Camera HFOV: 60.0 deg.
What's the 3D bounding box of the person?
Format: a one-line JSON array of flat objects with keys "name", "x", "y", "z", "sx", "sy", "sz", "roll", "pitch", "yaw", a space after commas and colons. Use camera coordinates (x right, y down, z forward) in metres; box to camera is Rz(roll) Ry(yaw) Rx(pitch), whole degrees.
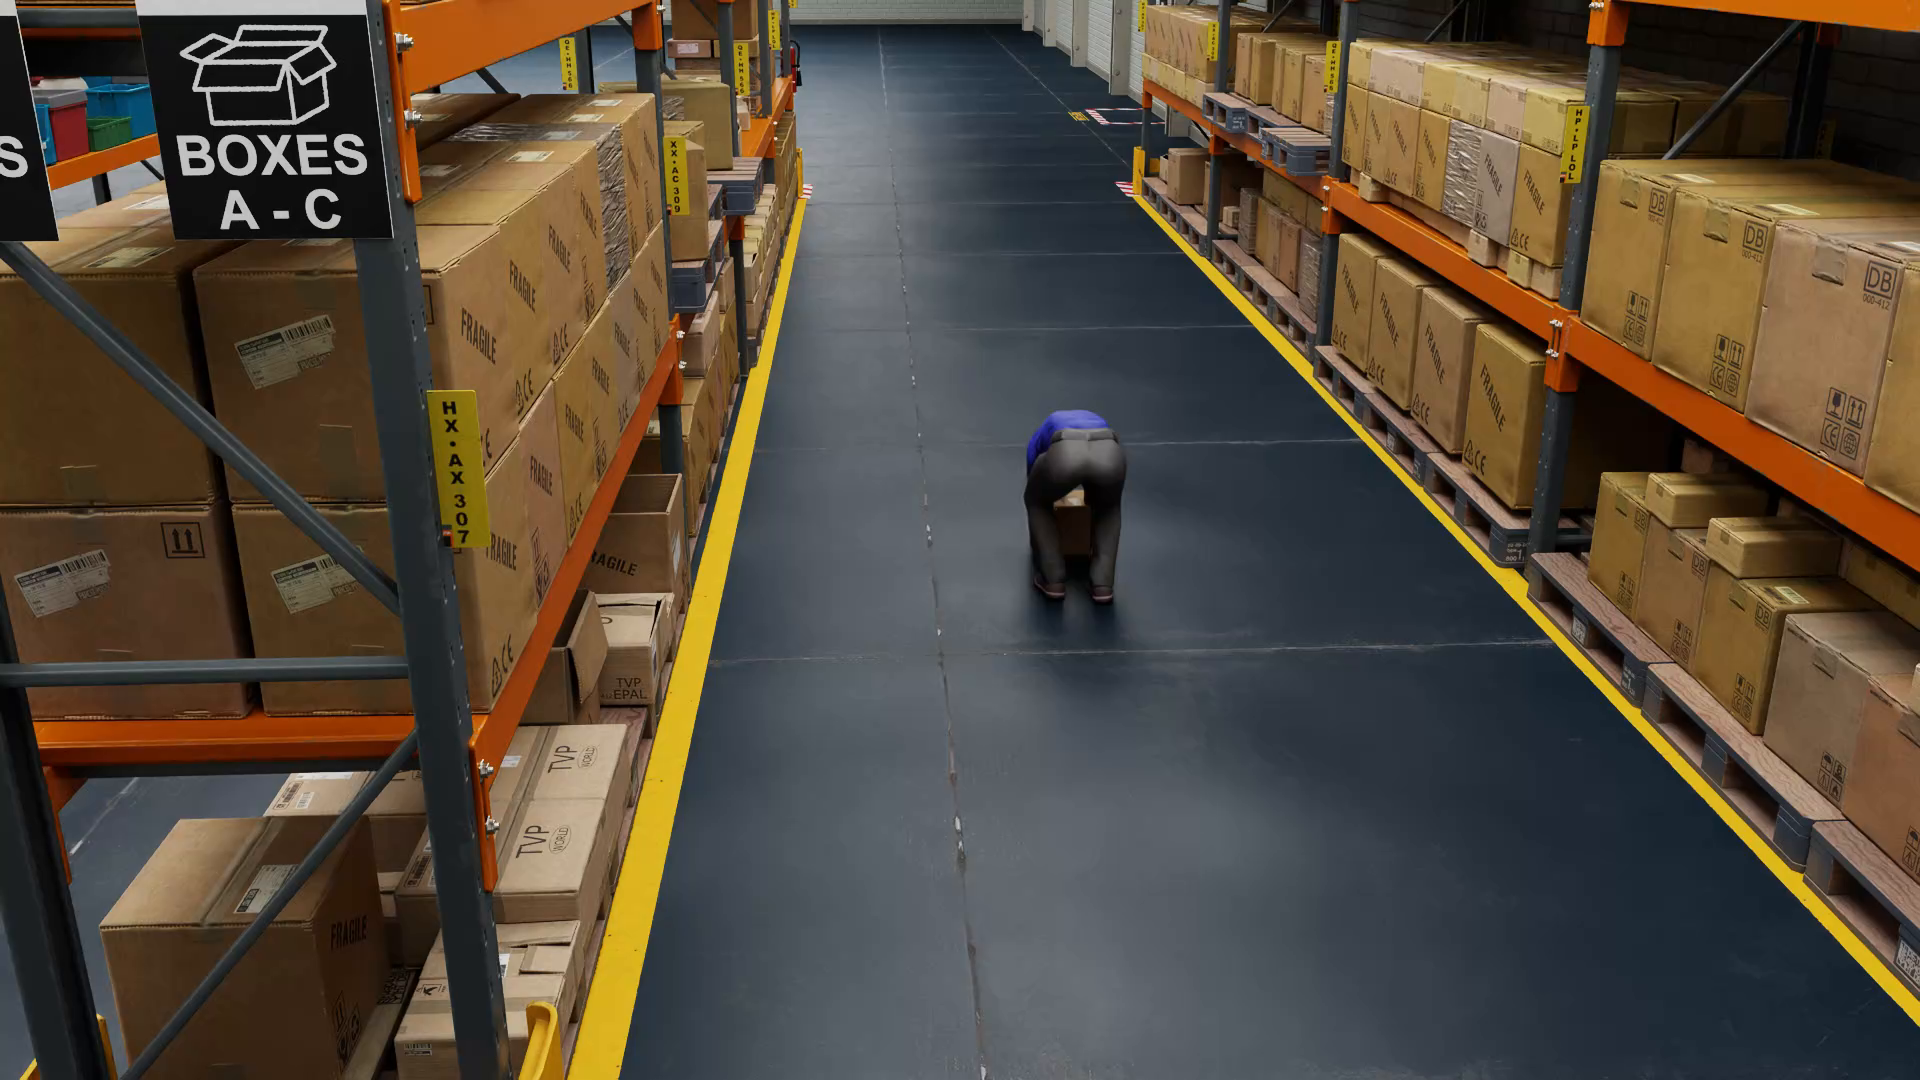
[{"name": "person", "x": 0.519, "y": -0.537, "z": 7.536, "sx": 0.413, "sy": 1.656, "sz": 0.514, "roll": -1, "pitch": 21, "yaw": -4}]
